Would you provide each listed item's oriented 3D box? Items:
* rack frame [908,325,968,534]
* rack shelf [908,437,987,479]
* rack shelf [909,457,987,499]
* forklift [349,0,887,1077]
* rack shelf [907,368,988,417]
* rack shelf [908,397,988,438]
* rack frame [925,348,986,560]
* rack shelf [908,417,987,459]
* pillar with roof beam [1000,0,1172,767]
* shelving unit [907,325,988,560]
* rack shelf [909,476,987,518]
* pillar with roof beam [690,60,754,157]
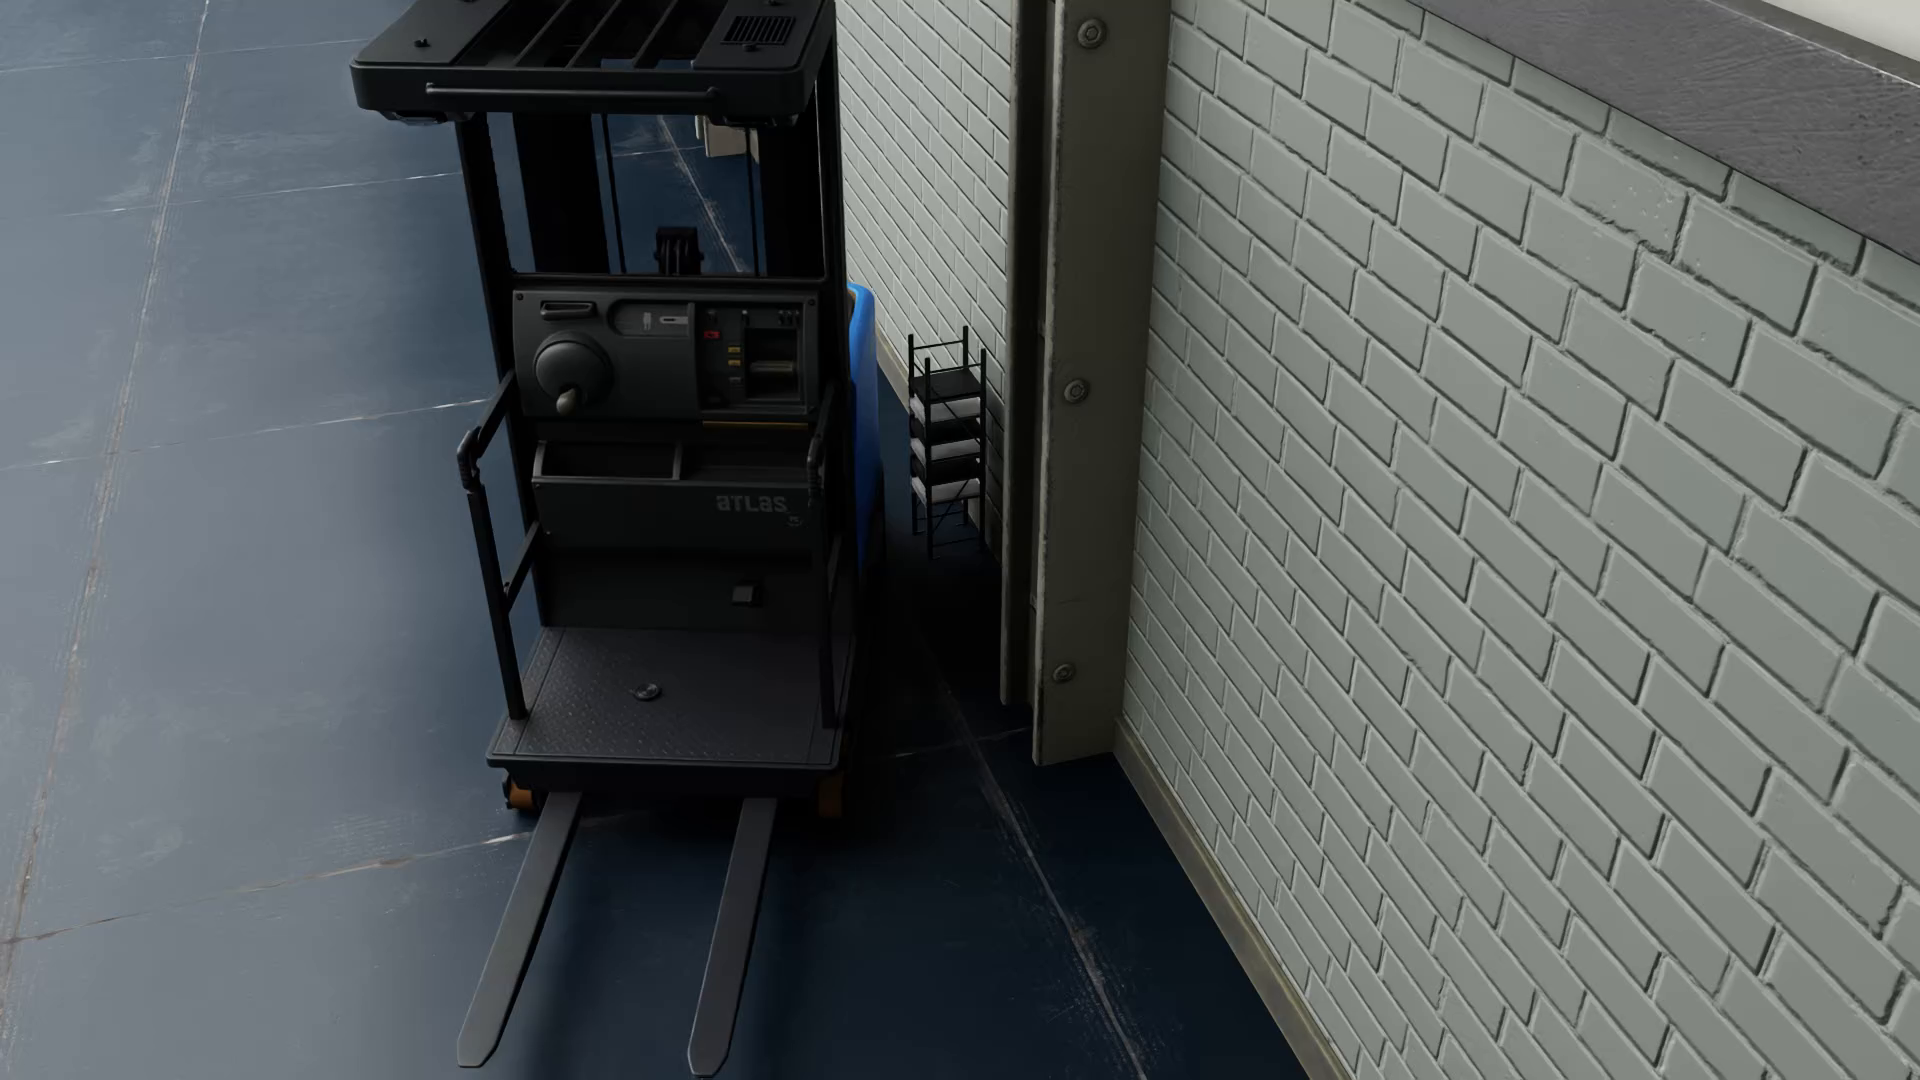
[{"bbox_3d":[-0.082,-0.423,6.574,0.240,0.900,0.006,-11,35,-16],"label":"rack frame"},{"bbox_3d":[-0.049,-0.342,6.512,0.258,0.077,0.200,-11,35,-16],"label":"rack shelf"},{"bbox_3d":[-0.049,-0.267,6.561,0.258,0.077,0.200,-11,35,-16],"label":"rack shelf"},{"bbox_3d":[-0.894,-0.504,4.854,1.130,2.935,3.031,1,33,2],"label":"forklift"},{"bbox_3d":[-0.049,-0.567,6.363,0.258,0.077,0.200,-11,35,-16],"label":"rack shelf"},{"bbox_3d":[-0.049,-0.492,6.412,0.258,0.077,0.200,-11,35,-16],"label":"rack shelf"},{"bbox_3d":[-0.016,-0.317,6.413,0.240,0.900,0.006,-11,35,-16],"label":"rack frame"},{"bbox_3d":[-0.049,-0.417,6.462,0.258,0.077,0.200,-11,35,-16],"label":"rack shelf"},{"bbox_3d":[-3.754,-2.397,2.215,9.100,9.000,0.400,-10,35,-15],"label":"pillar with roof beam"},{"bbox_3d":[-0.049,-0.370,6.493,0.258,0.900,0.210,-11,35,-16],"label":"shelving unit"},{"bbox_3d":[-0.049,-0.192,6.611,0.258,0.077,0.200,-11,35,-16],"label":"rack shelf"},{"bbox_3d":[-5.584,-5.547,6.982,9.100,9.000,0.400,-10,35,-15],"label":"pillar with roof beam"}]
